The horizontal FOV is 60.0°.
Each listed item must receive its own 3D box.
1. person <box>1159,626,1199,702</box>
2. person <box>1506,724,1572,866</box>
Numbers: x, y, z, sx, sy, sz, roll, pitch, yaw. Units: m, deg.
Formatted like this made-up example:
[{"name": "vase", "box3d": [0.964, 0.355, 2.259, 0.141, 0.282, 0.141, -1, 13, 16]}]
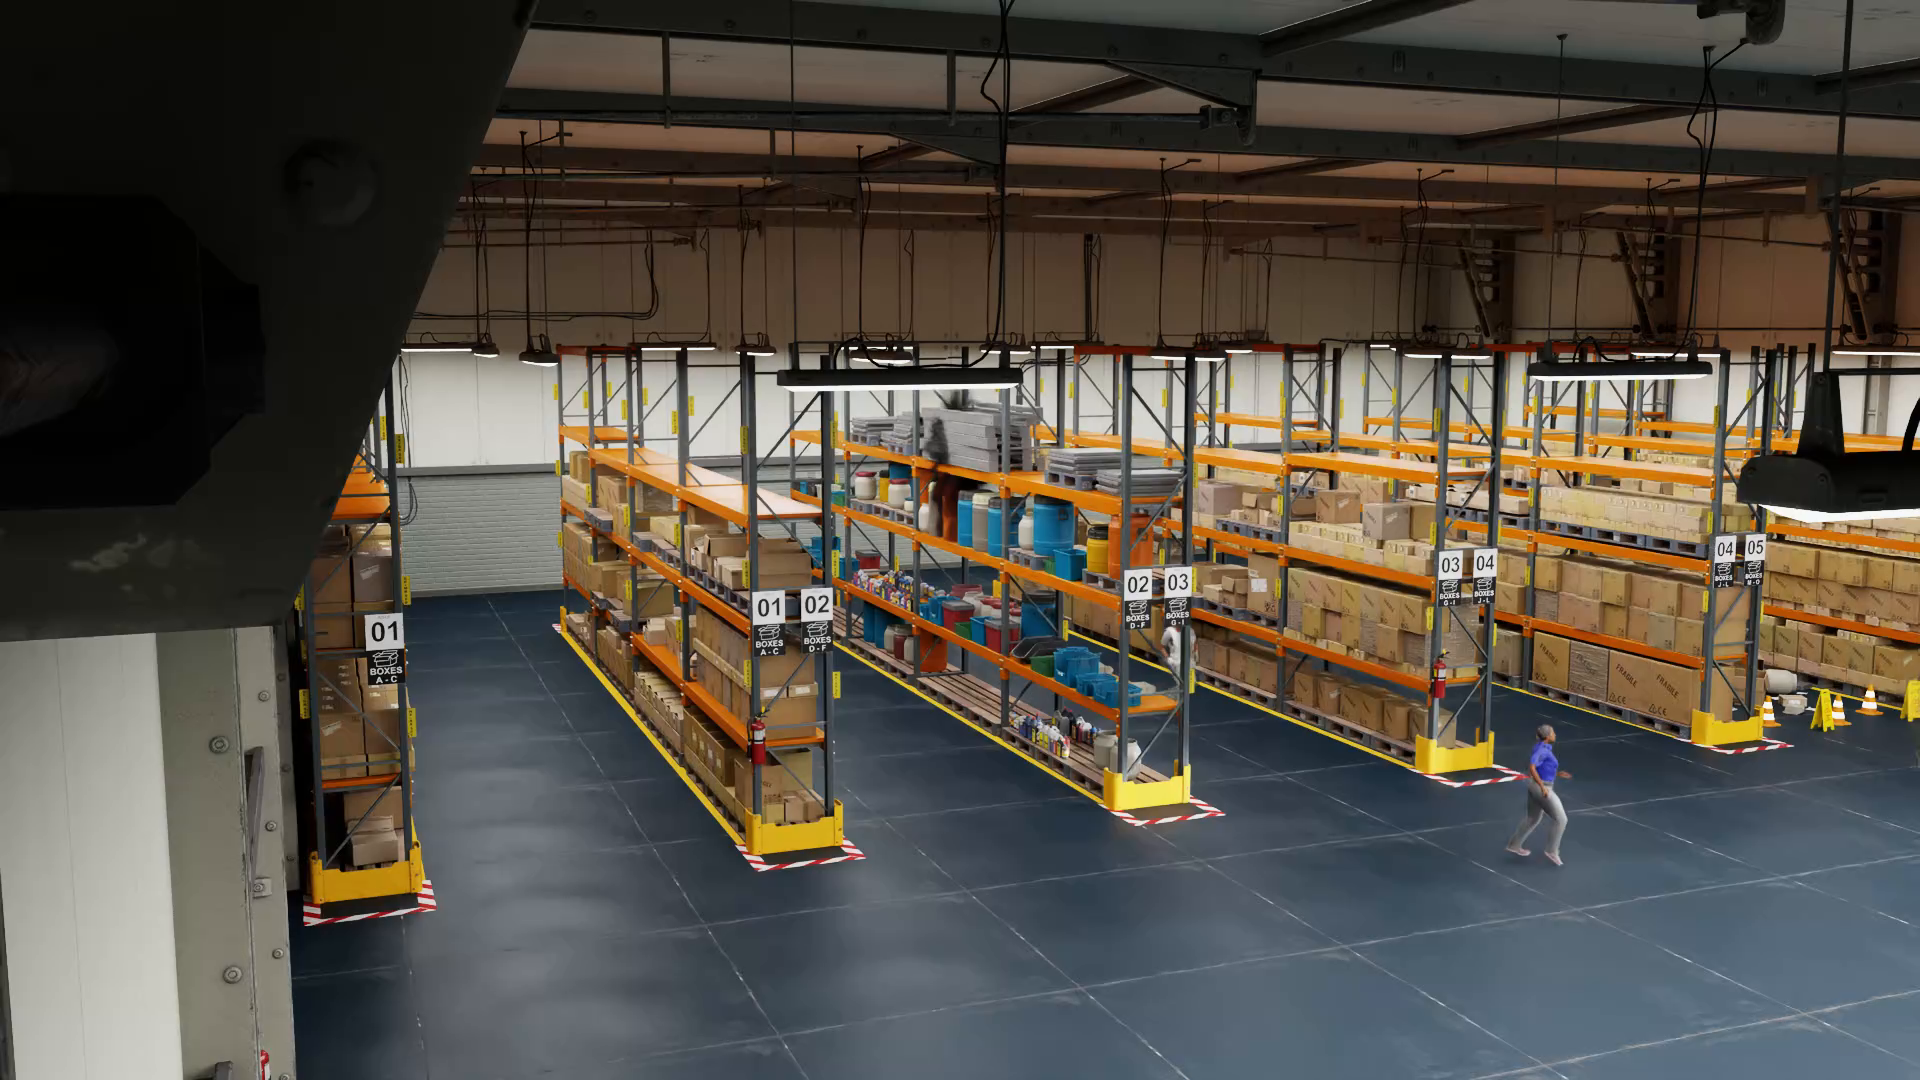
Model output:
[{"name": "person", "box3d": [3.592, 2.023, 27.209, 0.675, 1.757, 0.656, -3, 8, -22]}, {"name": "person", "box3d": [6.896, 3.032, 19.733, 0.726, 1.721, 0.586, 0, 7, 3]}]
